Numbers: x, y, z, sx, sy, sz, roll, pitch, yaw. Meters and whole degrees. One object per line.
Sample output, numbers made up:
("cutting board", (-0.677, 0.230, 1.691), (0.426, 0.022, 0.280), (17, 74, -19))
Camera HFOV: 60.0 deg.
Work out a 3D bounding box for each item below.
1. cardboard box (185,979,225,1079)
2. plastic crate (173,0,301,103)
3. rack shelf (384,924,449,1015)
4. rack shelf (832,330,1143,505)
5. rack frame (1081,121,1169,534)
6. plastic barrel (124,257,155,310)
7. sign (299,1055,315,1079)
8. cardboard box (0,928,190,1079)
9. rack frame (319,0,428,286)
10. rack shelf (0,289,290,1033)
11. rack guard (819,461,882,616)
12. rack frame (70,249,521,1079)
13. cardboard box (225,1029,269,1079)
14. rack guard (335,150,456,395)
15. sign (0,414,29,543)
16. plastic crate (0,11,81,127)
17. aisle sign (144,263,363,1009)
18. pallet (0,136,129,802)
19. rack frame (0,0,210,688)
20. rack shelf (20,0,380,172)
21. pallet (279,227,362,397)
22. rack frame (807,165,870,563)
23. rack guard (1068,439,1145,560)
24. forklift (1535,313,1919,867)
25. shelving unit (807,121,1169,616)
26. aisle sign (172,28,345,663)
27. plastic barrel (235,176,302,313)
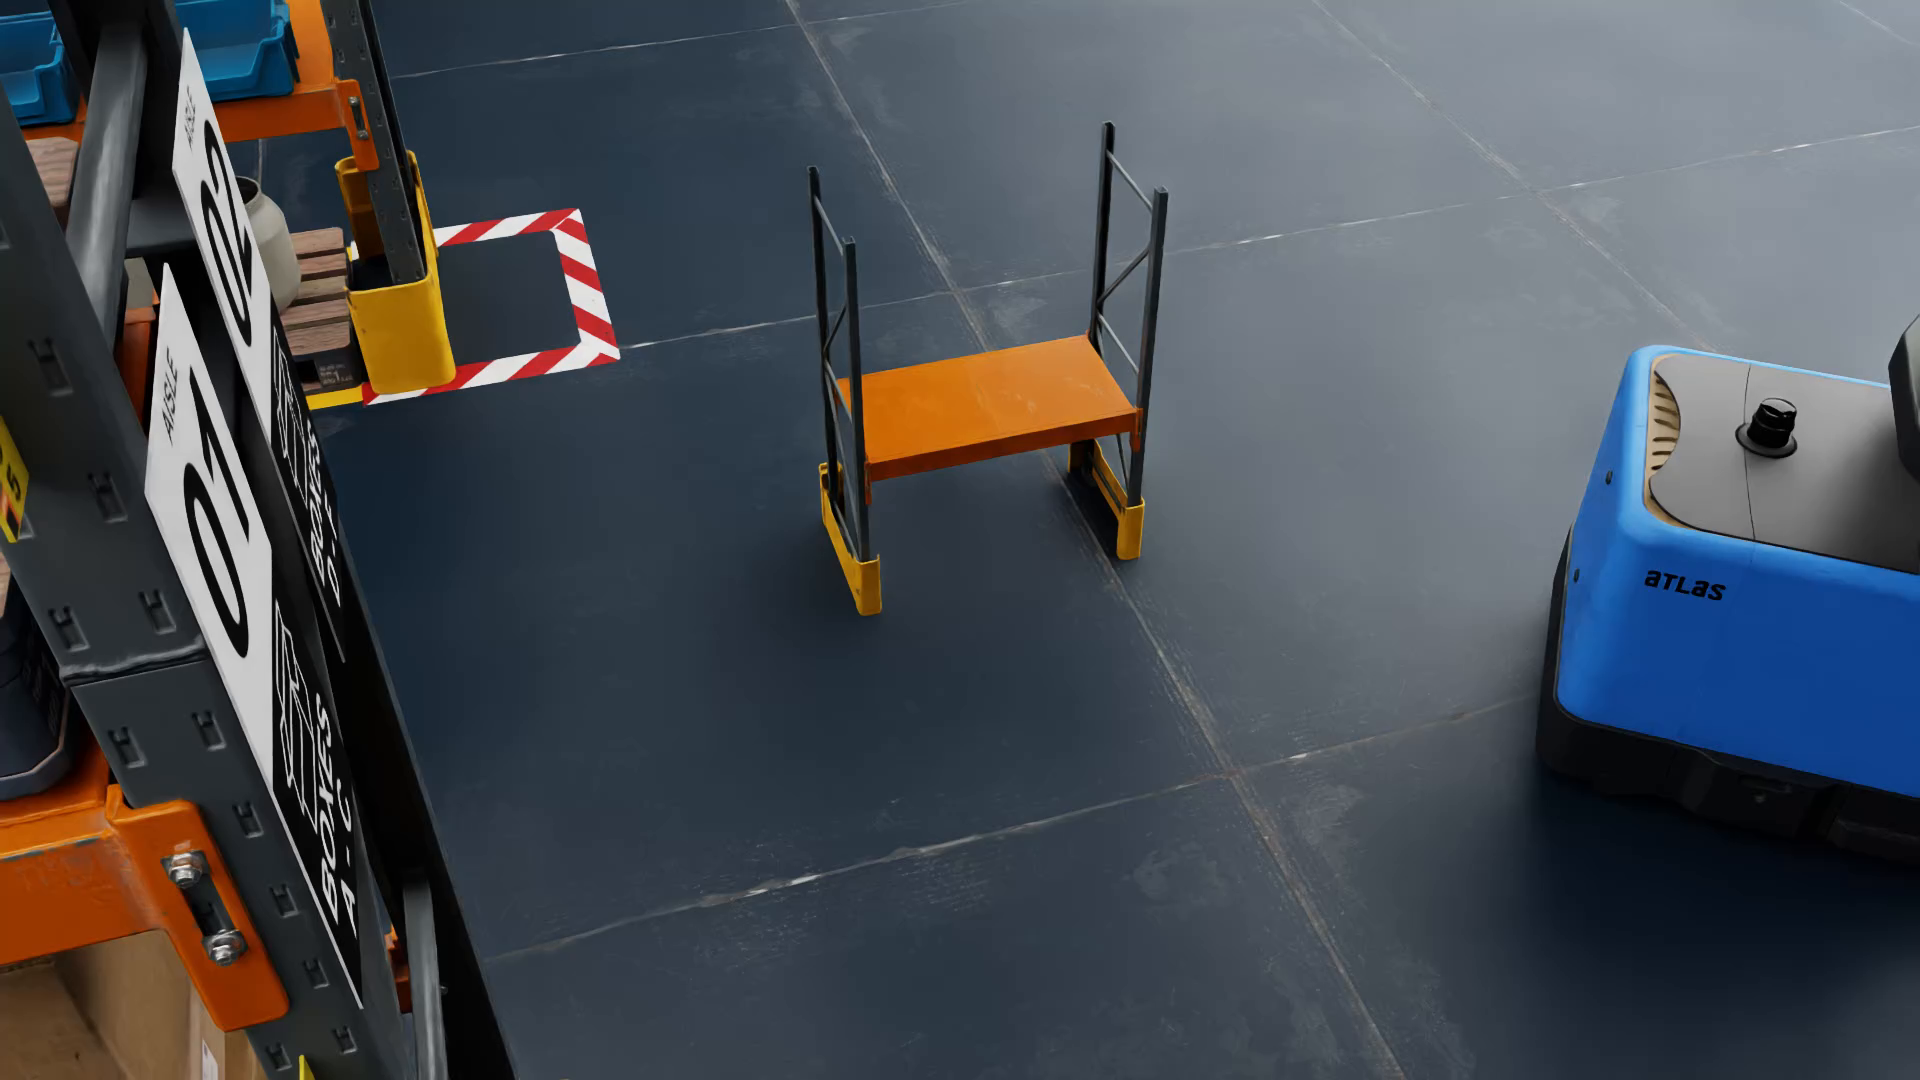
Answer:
("cardboard box", (-1.223, 0.853, 2.424), (0.250, 0.149, 0.380), (-12, 43, -14))
("plastic crate", (-2.787, -1.826, 6.173), (0.616, 0.251, 0.499), (-12, 42, -13))
("rack shelf", (-2.823, 1.606, 2.678), (4.000, 0.370, 1.077), (-12, 42, -13))
("rack shelf", (0.081, -0.446, 5.894), (1.000, 0.185, 0.538), (-12, 42, -13))
("rack frame", (0.566, -0.682, 5.891), (0.032, 1.500, 0.500), (-12, 42, -13))
("plastic barrel", (-3.483, -1.113, 6.816), (0.421, 0.512, 0.421), (0, 41, 0))
("sign", (-0.766, 0.758, 2.042), (0.005, 0.325, 0.100), (-12, 42, -13))
("cardboard box", (-1.415, 0.509, 2.326), (0.500, 0.500, 0.700), (-12, 42, -13))
("rack frame", (-2.400, -2.169, 6.453), (0.127, 3.000, 1.000), (-12, 42, -13))
("rack shelf", (-2.823, 0.477, 1.691), (4.000, 0.370, 1.077), (-12, 42, -13))
("rack guard", (-0.402, -0.011, 6.072), (0.087, 0.250, 0.587), (-12, 42, -13))
("rack frame", (-0.915, 0.940, 2.894), (0.127, 3.000, 1.000), (-12, 42, -13))
("cardboard box", (-1.365, 0.987, 2.765), (0.500, 0.500, 0.700), (-12, 42, -13))
("rack guard", (-2.458, -1.183, 7.224), (0.348, 0.500, 1.175), (-12, 42, -13))
("sign", (-0.766, -0.150, 1.249), (0.005, 0.325, 0.100), (-12, 42, -13))
("plastic crate", (-3.408, -1.701, 6.031), (0.408, 0.251, 0.499), (-12, 42, -13))
("aisle sign", (-0.765, 0.133, 1.842), (0.004, 0.787, 0.394), (-12, 42, -13))
("pallet", (-1.598, -0.033, 1.795), (1.213, 0.211, 1.003), (-12, 42, -13))
("rack frame", (-0.915, -1.319, 0.920), (0.127, 3.000, 1.000), (-12, 42, -13))
("rack shelf", (-4.307, -1.503, 6.237), (4.000, 0.370, 1.077), (-12, 42, -13))
("pallet", (-3.235, -0.917, 7.139), (1.213, 0.211, 1.003), (-12, 42, -13))
("rack frame", (-0.404, -0.481, 5.661), (0.032, 1.500, 0.500), (-12, 42, -13))
("rack guard", (0.548, -0.208, 6.298), (0.087, 0.250, 0.587), (-12, 42, -13))
("forklift", (3.433, -0.326, 4.396), (3.031, 2.935, 1.130), (13, 43, 14))
("shelving unit", (0.073, -0.580, 5.774), (1.083, 1.500, 0.587), (-12, 42, -13))
("aisle sign", (-0.945, -0.244, 2.273), (0.004, 0.787, 0.394), (-12, 42, -13))
("plastic barrel", (-3.005, -1.212, 6.929), (0.421, 0.512, 0.421), (0, 41, 0))
